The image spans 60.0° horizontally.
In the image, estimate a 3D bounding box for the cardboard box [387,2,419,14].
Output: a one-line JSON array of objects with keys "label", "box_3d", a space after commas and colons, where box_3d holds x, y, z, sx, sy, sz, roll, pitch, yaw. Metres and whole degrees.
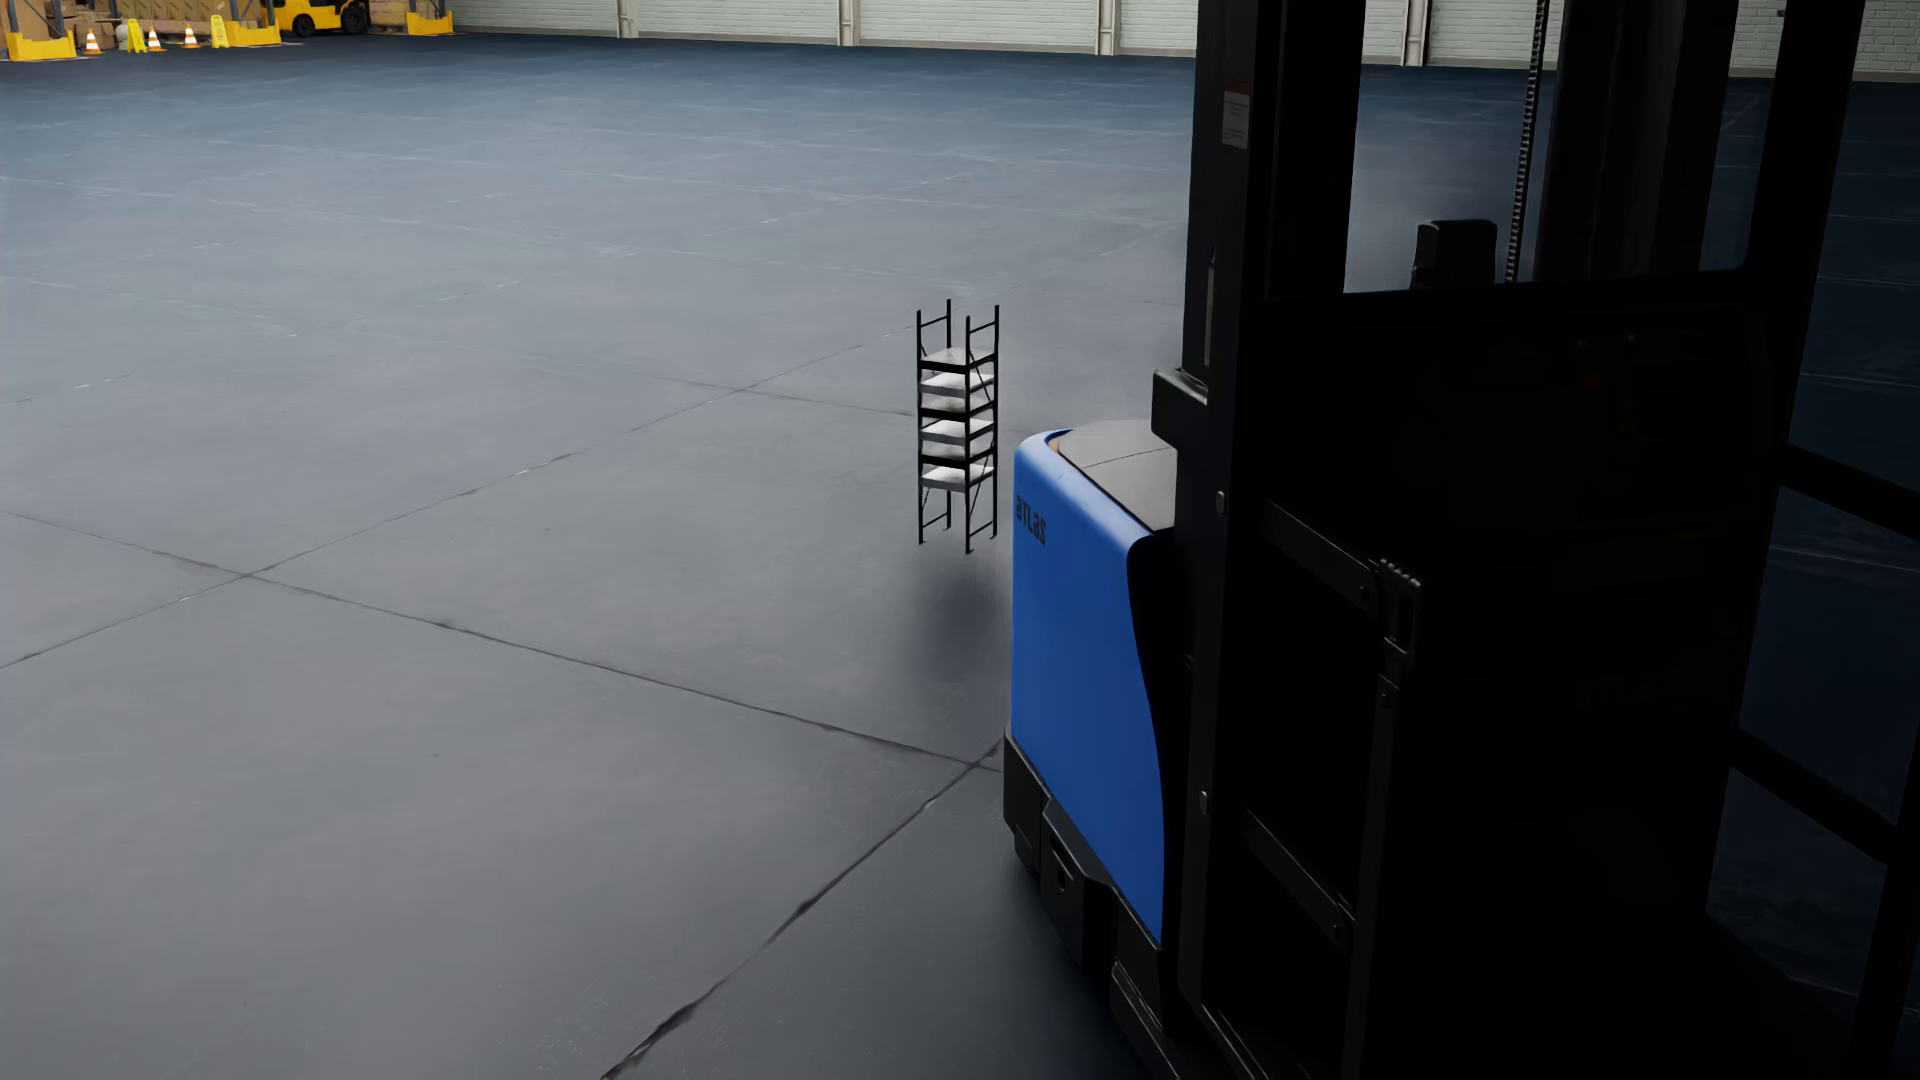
[{"label": "cardboard box", "box_3d": [-13.237, -12.648, 39.516, 0.500, 0.250, 0.500, 10, 22, 27]}]

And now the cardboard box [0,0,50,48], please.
[{"label": "cardboard box", "box_3d": [-18.027, -9.843, 31.601, 0.875, 0.875, 0.875, 11, 23, 28]}]

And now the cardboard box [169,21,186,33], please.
[{"label": "cardboard box", "box_3d": [-16.822, -11.175, 36.189, 0.500, 0.250, 0.500, 10, 22, 25]}]

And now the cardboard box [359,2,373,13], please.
[{"label": "cardboard box", "box_3d": [-14.131, -12.814, 39.974, 0.500, 0.250, 0.500, 10, 22, 26]}]

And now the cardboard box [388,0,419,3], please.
[{"label": "cardboard box", "box_3d": [-13.214, -12.878, 39.419, 0.500, 0.250, 0.500, 12, 23, 29]}]

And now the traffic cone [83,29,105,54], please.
[{"label": "traffic cone", "box_3d": [-17.174, -9.870, 32.895, 0.334, 0.463, 0.336, 11, 23, 27]}]

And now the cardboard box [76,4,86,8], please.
[{"label": "cardboard box", "box_3d": [-24.077, -14.492, 45.312, 0.258, 0.266, 0.396, 12, 23, 29]}]

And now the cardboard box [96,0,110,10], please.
[{"label": "cardboard box", "box_3d": [-22.823, -14.390, 44.687, 0.500, 0.500, 0.500, 12, 23, 30]}]

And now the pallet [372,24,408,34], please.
[{"label": "pallet", "box_3d": [-13.348, -12.324, 40.029, 1.213, 0.211, 1.003, 11, 23, 27]}]

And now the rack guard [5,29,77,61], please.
[{"label": "rack guard", "box_3d": [-17.382, -9.372, 31.469, 0.348, 0.500, 1.175, 11, 23, 27]}]

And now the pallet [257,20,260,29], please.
[{"label": "pallet", "box_3d": [-17.883, -13.188, 42.411, 1.213, 0.211, 1.003, 11, 23, 27]}]

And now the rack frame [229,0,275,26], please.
[{"label": "rack frame", "box_3d": [-15.077, -12.042, 35.162, 0.127, 3.000, 1.000, 11, 23, 27]}]

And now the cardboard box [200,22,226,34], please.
[{"label": "cardboard box", "box_3d": [-15.935, -11.005, 35.720, 0.500, 0.250, 0.500, 11, 23, 27]}]

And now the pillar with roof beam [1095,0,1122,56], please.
[{"label": "pillar with roof beam", "box_3d": [0.787, -12.449, 27.488, 0.400, 9.000, 9.100, 11, 23, 27]}]

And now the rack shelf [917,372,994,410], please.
[{"label": "rack shelf", "box_3d": [-0.007, -0.562, 6.165, 0.200, 0.077, 0.258, 11, 23, 27]}]

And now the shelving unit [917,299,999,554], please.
[{"label": "shelving unit", "box_3d": [-0.007, -0.424, 6.215, 0.210, 0.900, 0.258, 11, 23, 27]}]

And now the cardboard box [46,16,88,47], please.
[{"label": "cardboard box", "box_3d": [-18.666, -10.623, 34.714, 0.503, 0.637, 0.797, 11, 23, 27]}]

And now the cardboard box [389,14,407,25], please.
[{"label": "cardboard box", "box_3d": [-13.224, -12.409, 39.591, 0.500, 0.250, 0.500, 11, 23, 28]}]

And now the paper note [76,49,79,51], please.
[{"label": "paper note", "box_3d": [-17.908, -9.914, 33.653, 0.144, 0.017, 0.142, -16, 26, -38]}]

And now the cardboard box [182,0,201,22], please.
[{"label": "cardboard box", "box_3d": [-16.361, -11.440, 35.821, 0.500, 0.500, 0.500, 12, 23, 29]}]

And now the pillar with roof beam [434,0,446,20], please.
[{"label": "pillar with roof beam", "box_3d": [-14.927, -15.443, 35.740, 0.400, 9.000, 9.100, 11, 23, 27]}]

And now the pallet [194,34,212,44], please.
[{"label": "pallet", "box_3d": [-15.835, -10.889, 36.074, 1.213, 0.211, 1.003, 11, 23, 27]}]

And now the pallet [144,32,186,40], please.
[{"label": "pallet", "box_3d": [-17.966, -11.295, 37.193, 1.213, 0.211, 1.003, 11, 23, 27]}]

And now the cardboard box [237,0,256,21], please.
[{"label": "cardboard box", "box_3d": [-15.668, -11.519, 36.039, 0.500, 0.500, 0.500, 10, 22, 26]}]

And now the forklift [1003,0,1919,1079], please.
[{"label": "forklift", "box_3d": [1.010, -0.189, 2.587, 1.130, 2.935, 3.031, -6, 21, -15]}]

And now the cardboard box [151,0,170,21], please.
[{"label": "cardboard box", "box_3d": [-17.261, -11.613, 36.298, 0.500, 0.500, 0.500, 12, 23, 30]}]

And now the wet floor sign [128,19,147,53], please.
[{"label": "wet floor sign", "box_3d": [-16.412, -10.029, 33.067, 0.232, 0.644, 0.267, 7, 21, 18]}]

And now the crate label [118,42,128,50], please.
[{"label": "crate label", "box_3d": [-17.043, -10.109, 34.031, 0.298, 0.136, 0.250, 0, 20, -1]}]

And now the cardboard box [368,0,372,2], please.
[{"label": "cardboard box", "box_3d": [-14.108, -13.043, 39.872, 0.500, 0.250, 0.500, 11, 23, 28]}]

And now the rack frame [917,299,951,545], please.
[{"label": "rack frame", "box_3d": [-0.096, -0.441, 6.262, 0.006, 0.900, 0.240, 11, 23, 27]}]

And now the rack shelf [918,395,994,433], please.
[{"label": "rack shelf", "box_3d": [-0.007, -0.478, 6.196, 0.200, 0.077, 0.258, 11, 23, 27]}]

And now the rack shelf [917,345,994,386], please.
[{"label": "rack shelf", "box_3d": [-0.007, -0.647, 6.135, 0.200, 0.077, 0.258, 11, 23, 27]}]

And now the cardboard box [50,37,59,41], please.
[{"label": "cardboard box", "box_3d": [-18.496, -10.194, 34.077, 0.258, 0.266, 0.396, 16, 25, 36]}]

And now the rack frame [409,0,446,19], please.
[{"label": "rack frame", "box_3d": [-12.660, -13.520, 39.238, 0.127, 3.000, 1.000, 11, 23, 27]}]

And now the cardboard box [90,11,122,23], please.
[{"label": "cardboard box", "box_3d": [-19.028, -11.755, 37.611, 0.625, 0.372, 0.950, 11, 23, 28]}]

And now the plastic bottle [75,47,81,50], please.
[{"label": "plastic bottle", "box_3d": [-18.096, -10.029, 33.923, 0.283, 0.061, 0.133, 3, 20, 9]}]

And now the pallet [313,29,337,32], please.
[{"label": "pallet", "box_3d": [-15.478, -12.730, 41.148, 1.213, 0.211, 1.003, 11, 23, 27]}]

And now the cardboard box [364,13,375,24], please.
[{"label": "cardboard box", "box_3d": [-14.086, -12.580, 40.063, 0.500, 0.250, 0.500, 11, 23, 28]}]

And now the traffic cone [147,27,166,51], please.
[{"label": "traffic cone", "box_3d": [-16.326, -10.149, 33.666, 0.334, 0.463, 0.336, 11, 23, 27]}]

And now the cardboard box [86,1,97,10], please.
[{"label": "cardboard box", "box_3d": [-23.597, -14.629, 45.623, 0.500, 0.311, 0.500, 12, 23, 29]}]

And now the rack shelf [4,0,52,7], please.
[{"label": "rack shelf", "box_3d": [-19.149, -10.546, 32.093, 4.000, 0.370, 1.077, 11, 23, 27]}]

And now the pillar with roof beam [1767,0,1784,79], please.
[{"label": "pillar with roof beam", "box_3d": [11.263, -10.454, 21.987, 0.400, 9.000, 9.100, 11, 23, 27]}]

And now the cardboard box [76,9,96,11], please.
[{"label": "cardboard box", "box_3d": [-20.265, -11.989, 38.255, 0.625, 0.372, 0.950, 12, 23, 29]}]

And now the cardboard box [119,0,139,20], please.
[{"label": "cardboard box", "box_3d": [-18.186, -11.786, 36.773, 0.500, 0.500, 0.500, 12, 23, 30]}]

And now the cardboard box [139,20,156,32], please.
[{"label": "cardboard box", "box_3d": [-17.714, -11.348, 36.666, 0.500, 0.250, 0.500, 12, 23, 30]}]

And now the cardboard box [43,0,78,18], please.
[{"label": "cardboard box", "box_3d": [-19.411, -11.353, 35.819, 0.500, 0.500, 0.500, 11, 23, 27]}]
